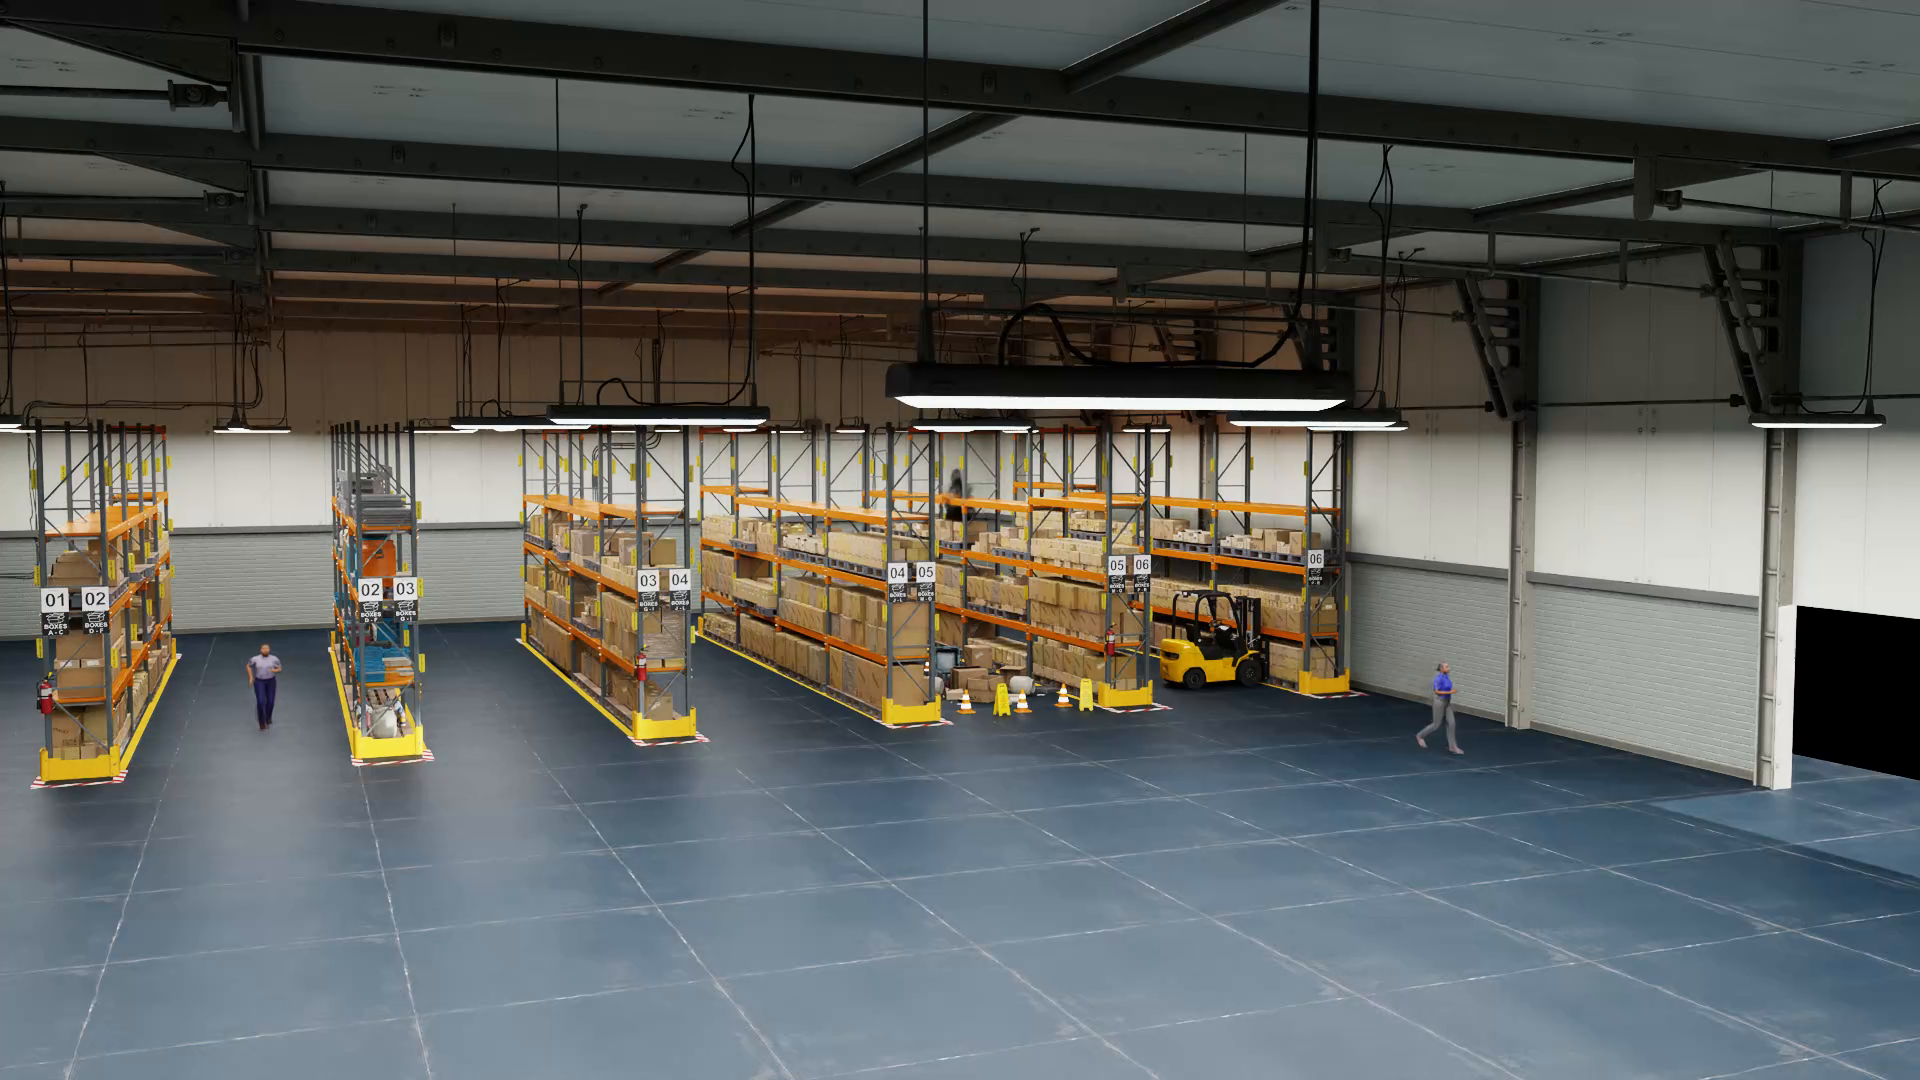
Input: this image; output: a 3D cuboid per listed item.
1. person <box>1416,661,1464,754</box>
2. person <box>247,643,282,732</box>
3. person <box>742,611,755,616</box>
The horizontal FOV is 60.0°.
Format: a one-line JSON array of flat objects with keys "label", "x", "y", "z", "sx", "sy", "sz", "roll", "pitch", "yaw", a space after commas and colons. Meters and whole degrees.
[{"label": "person", "x": 8.683, "y": 2.996, "z": 30.023, "sx": 0.906, "sy": 1.646, "sz": 0.609, "roll": 3, "pitch": 5, "yaw": 42}, {"label": "person", "x": -13.598, "y": 2.866, "z": 32.554, "sx": 0.582, "sy": 1.708, "sz": 0.769, "roll": -2, "pitch": 4, "yaw": -33}, {"label": "person", "x": -6.365, "y": 1.721, "z": 49.948, "sx": 0.730, "sy": 1.822, "sz": 0.674, "roll": -3, "pitch": 4, "yaw": -36}]
